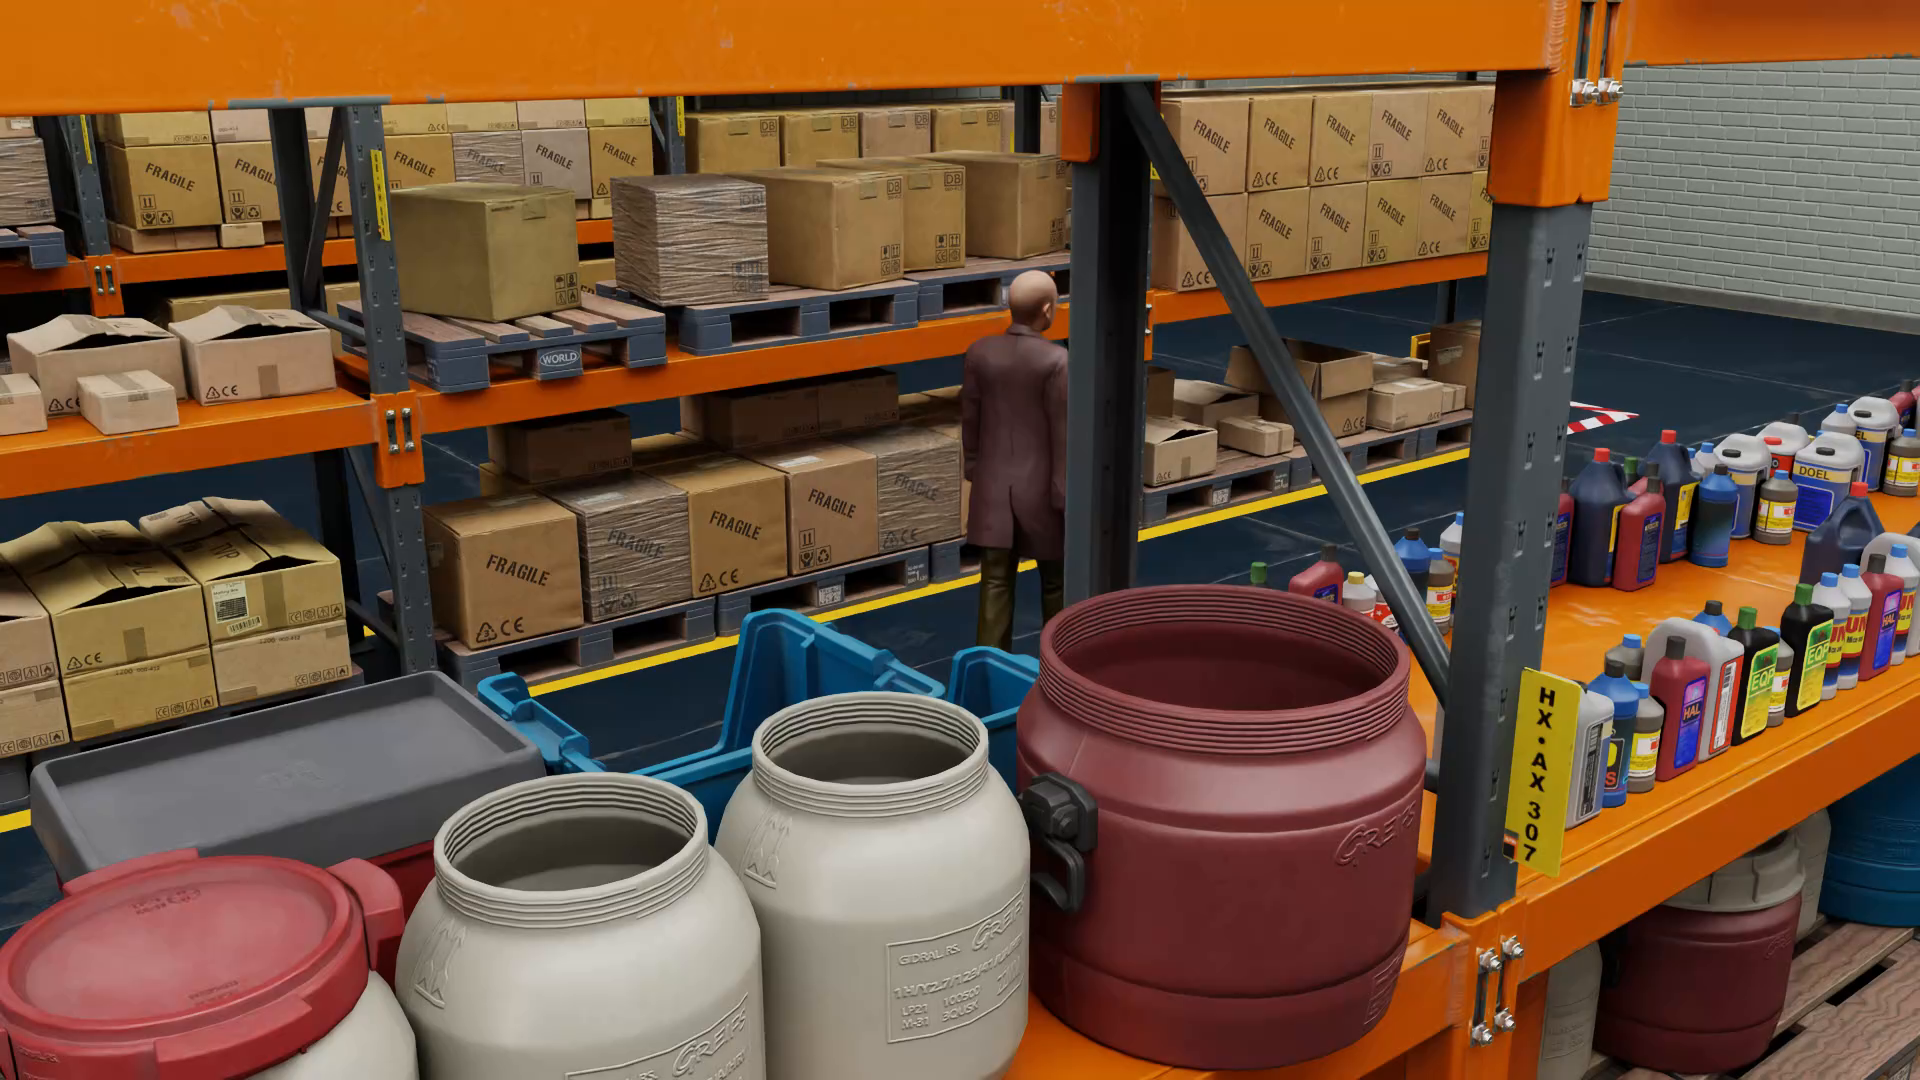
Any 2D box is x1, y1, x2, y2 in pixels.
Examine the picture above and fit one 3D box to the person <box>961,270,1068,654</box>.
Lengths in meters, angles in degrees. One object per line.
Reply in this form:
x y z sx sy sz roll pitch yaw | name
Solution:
0.269 -0.201 6.684 0.590 1.770 0.736 8 19 23 | person
